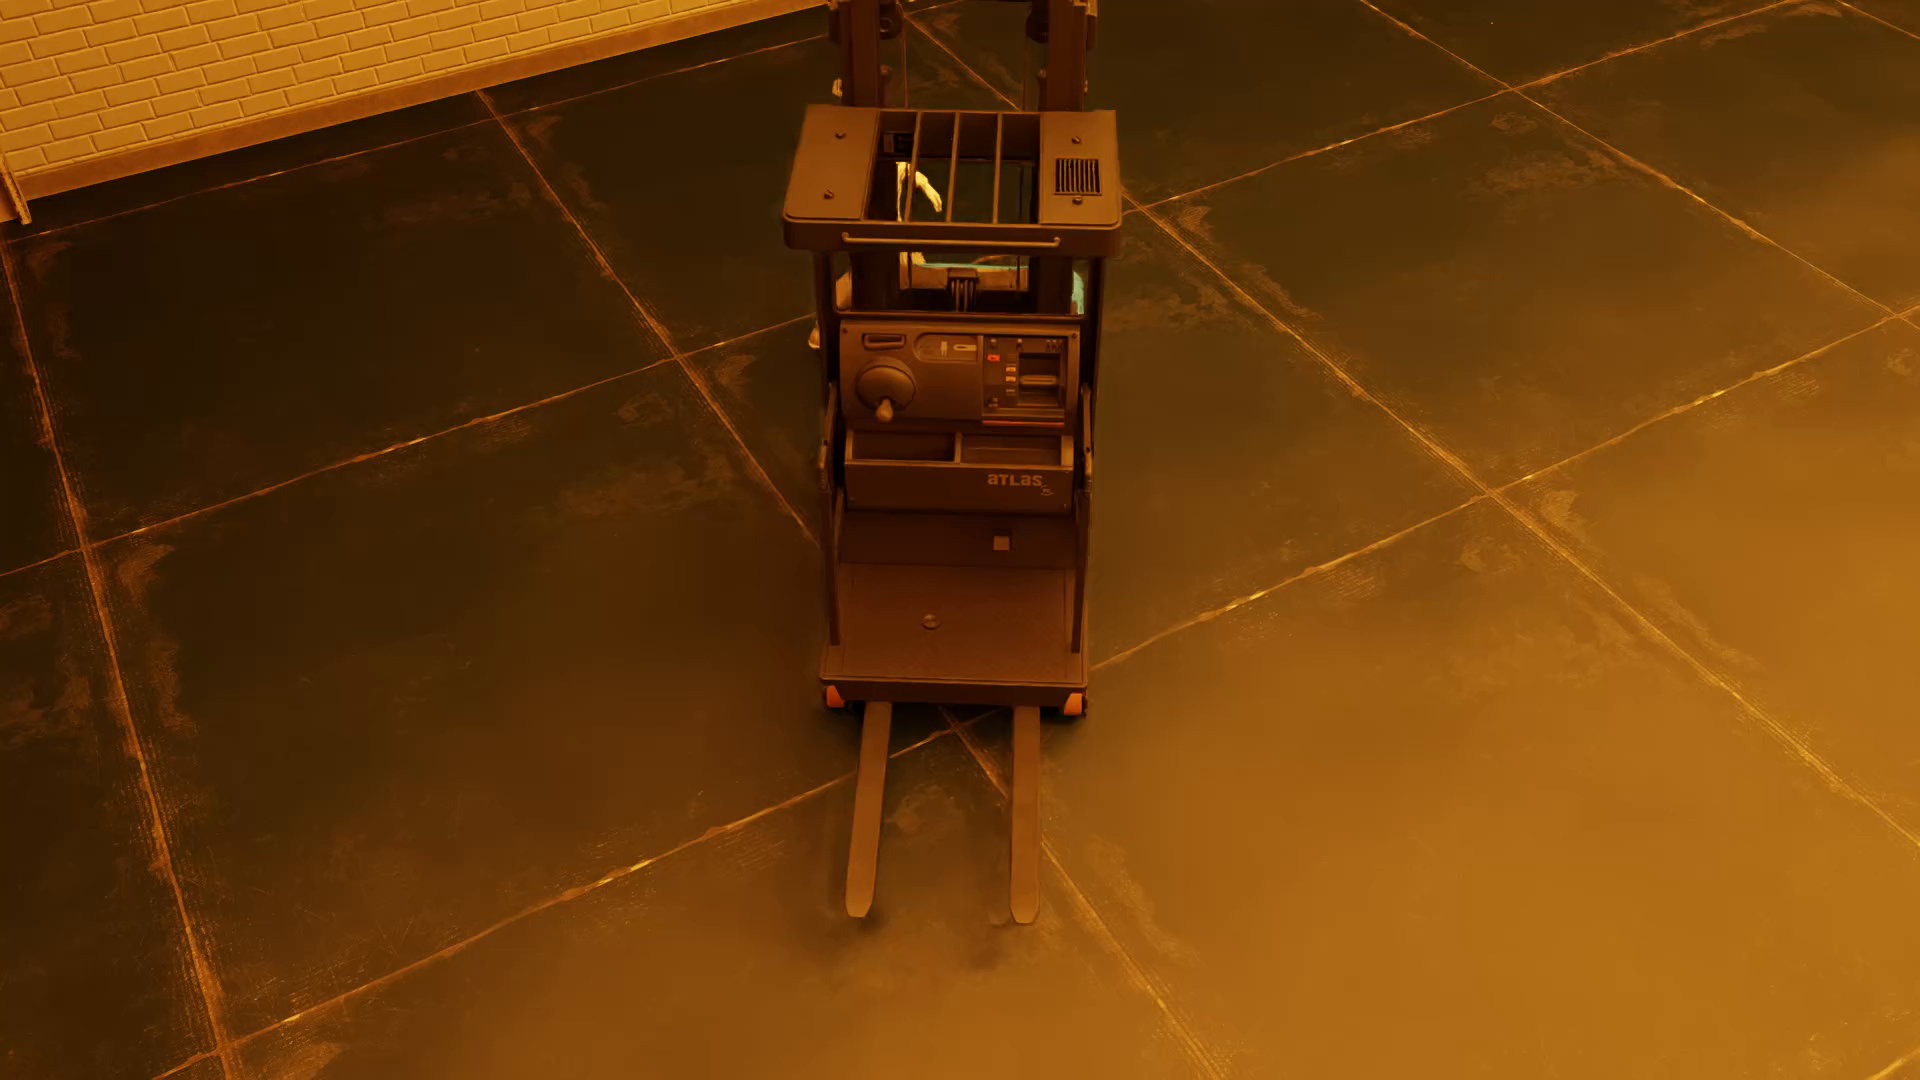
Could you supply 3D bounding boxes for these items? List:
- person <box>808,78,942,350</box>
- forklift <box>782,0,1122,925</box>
[{"bbox_3d":[-0.381,-1.539,8.286,0.715,1.584,0.626,-17,46,-18],"label":"person"},{"bbox_3d":[-0.010,-0.559,6.300,1.130,2.935,3.031,2,43,2],"label":"forklift"}]
